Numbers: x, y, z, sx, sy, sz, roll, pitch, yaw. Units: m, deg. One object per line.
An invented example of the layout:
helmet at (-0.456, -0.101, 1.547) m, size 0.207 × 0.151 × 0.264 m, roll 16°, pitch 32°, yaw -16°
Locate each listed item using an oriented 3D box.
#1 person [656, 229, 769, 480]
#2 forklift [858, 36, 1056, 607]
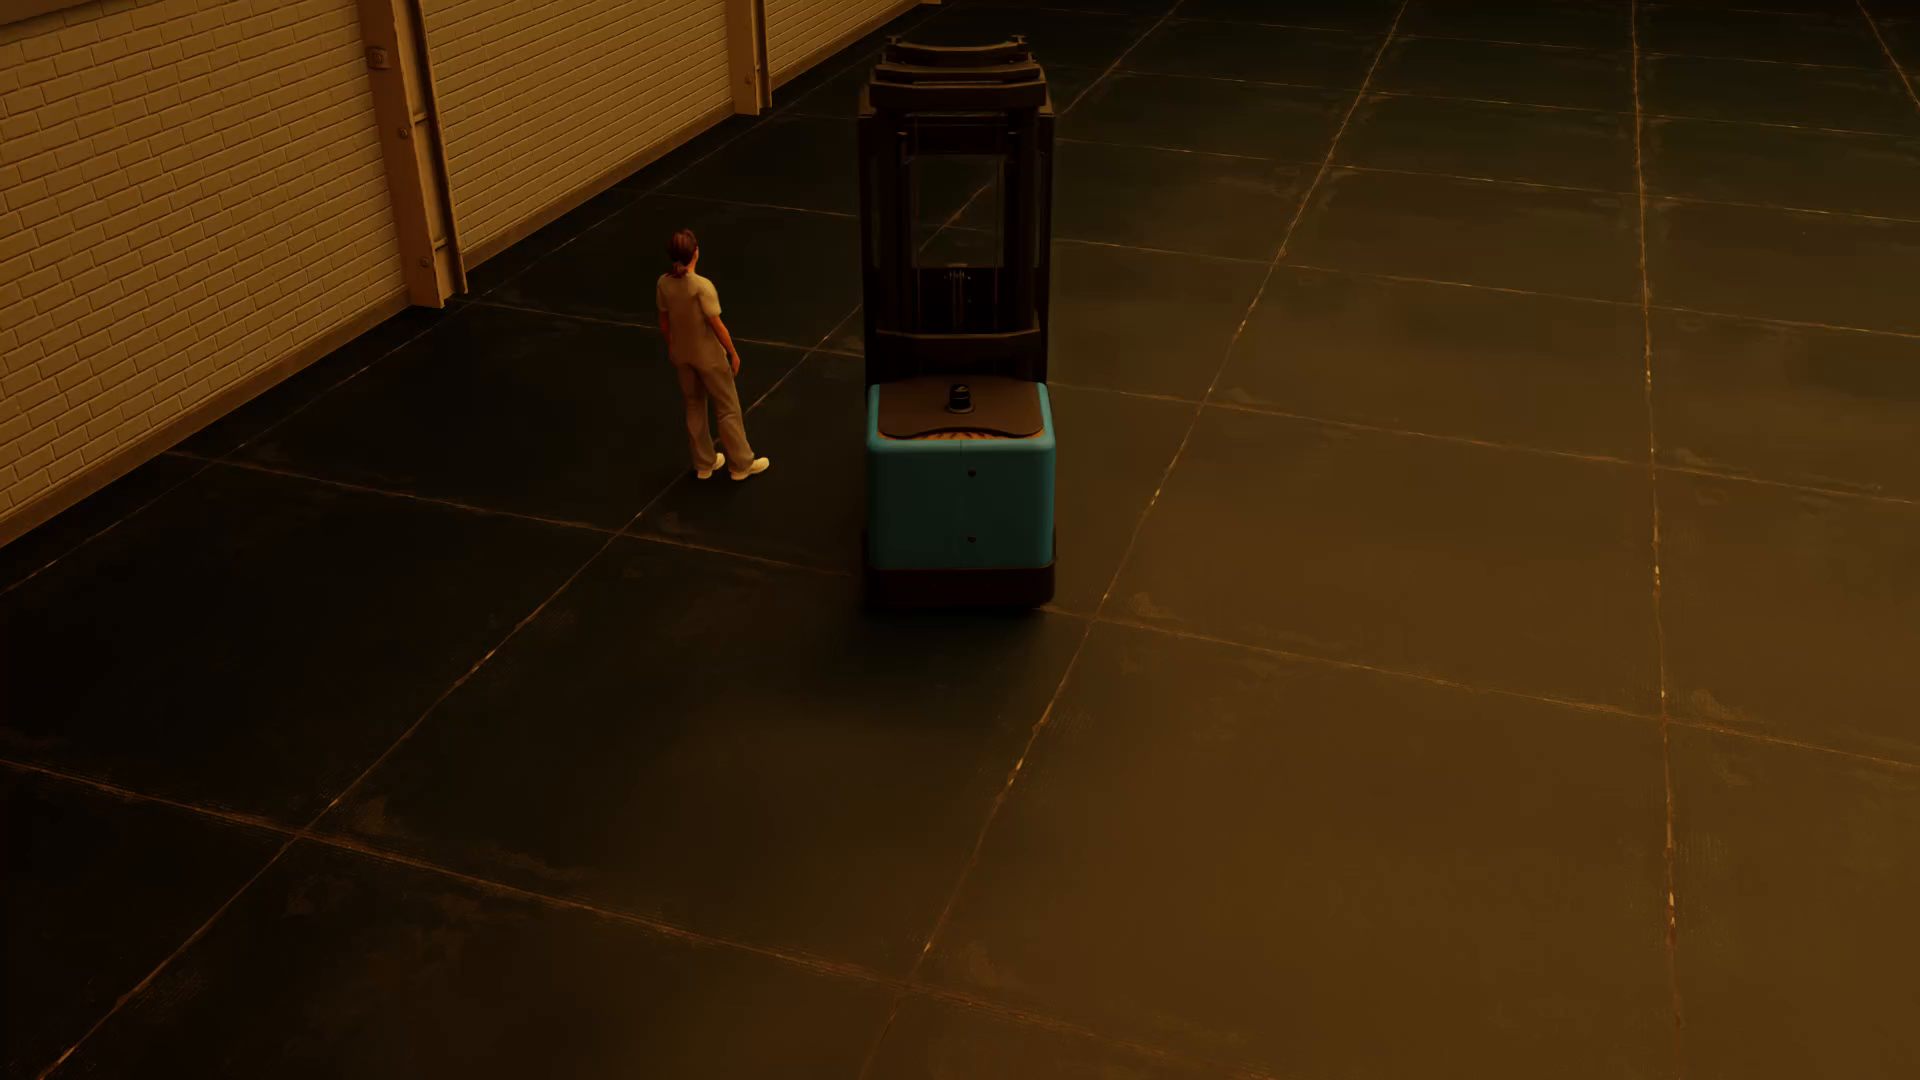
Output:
person at (-1.598, -1.164, 10.452) m, size 0.543 × 1.669 × 0.516 m, roll 15°, pitch 33°, yaw 25°
forklift at (-0.030, -1.592, 9.929) m, size 1.130 × 2.935 × 3.031 m, roll -1°, pitch 30°, yaw -1°
